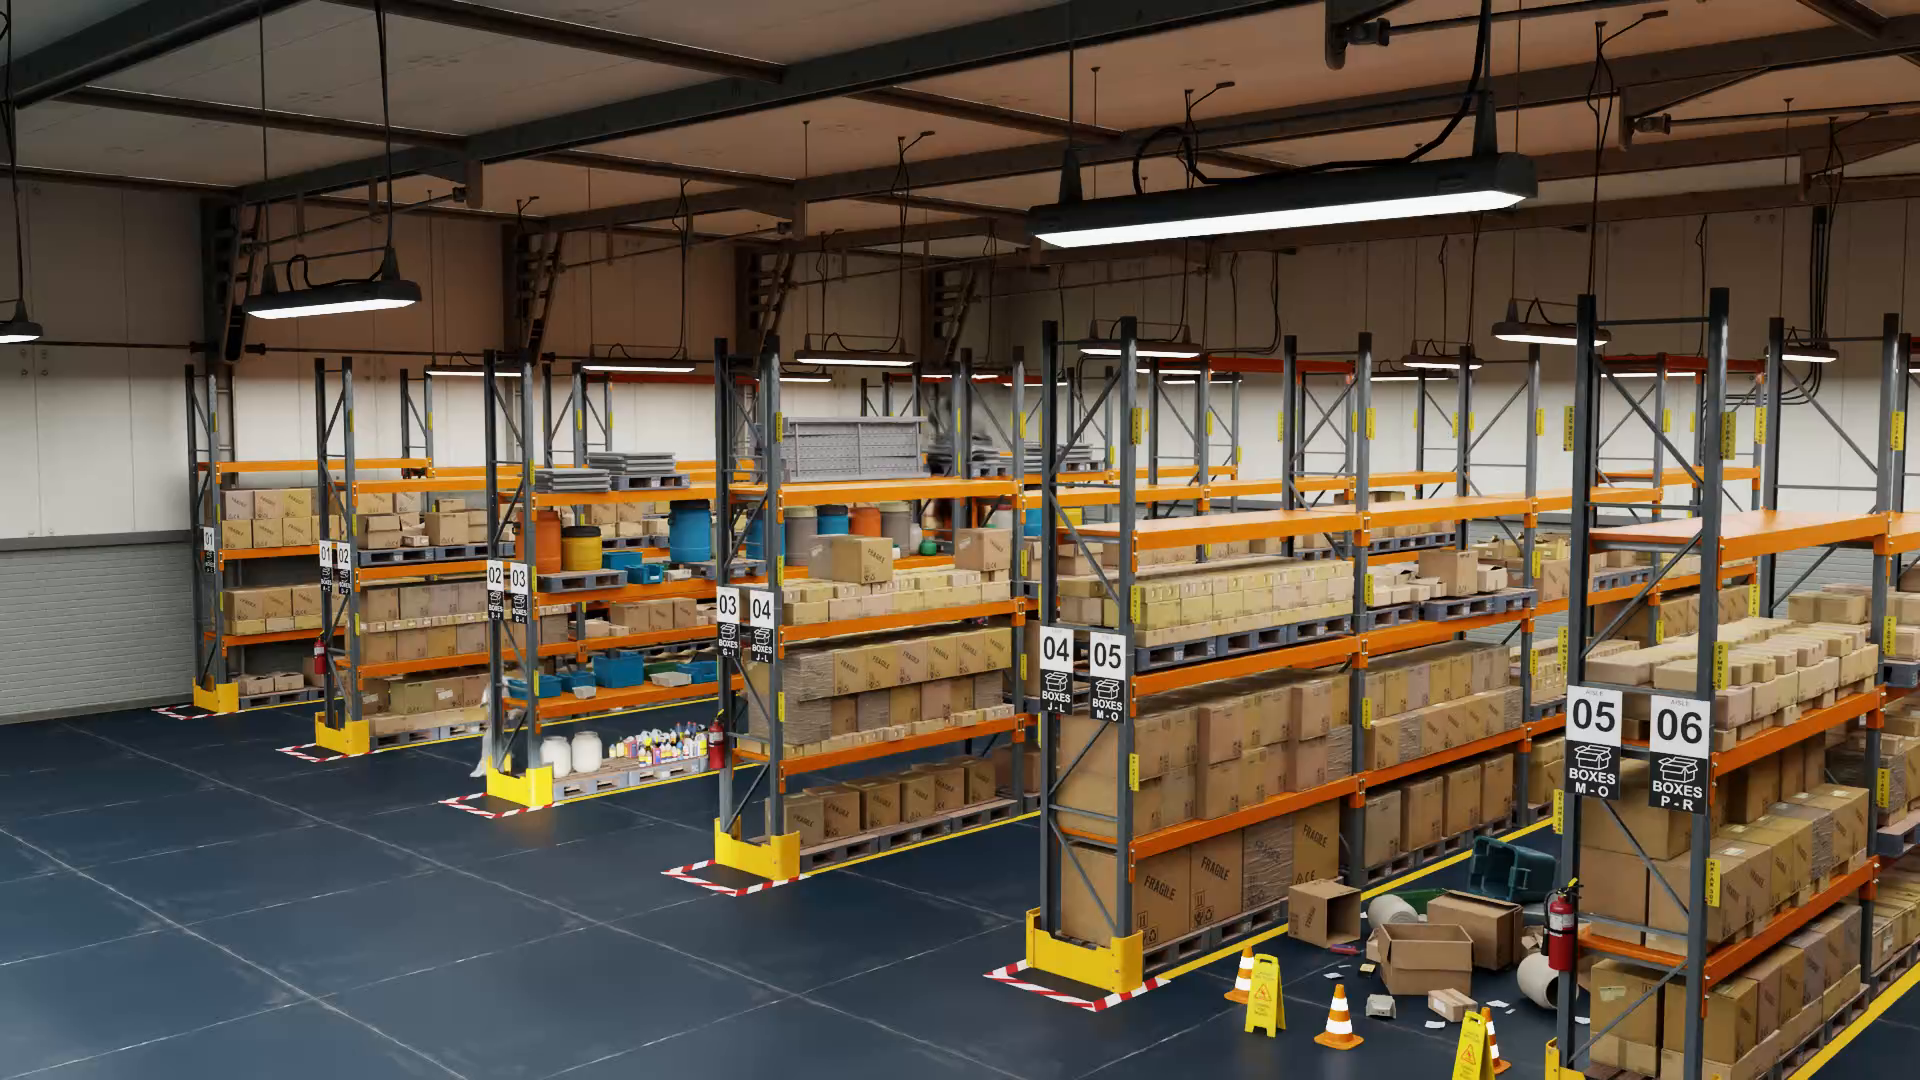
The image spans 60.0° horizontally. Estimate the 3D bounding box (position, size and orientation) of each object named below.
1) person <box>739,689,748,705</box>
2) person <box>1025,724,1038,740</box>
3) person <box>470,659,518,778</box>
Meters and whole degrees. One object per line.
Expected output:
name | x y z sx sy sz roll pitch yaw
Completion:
person | -3.351 2.236 27.284 0.665 1.685 0.581 4 6 40
person | 1.123 2.383 25.106 0.696 1.718 0.605 3 5 37
person | -6.594 2.512 23.770 0.678 1.705 0.825 3 6 38
